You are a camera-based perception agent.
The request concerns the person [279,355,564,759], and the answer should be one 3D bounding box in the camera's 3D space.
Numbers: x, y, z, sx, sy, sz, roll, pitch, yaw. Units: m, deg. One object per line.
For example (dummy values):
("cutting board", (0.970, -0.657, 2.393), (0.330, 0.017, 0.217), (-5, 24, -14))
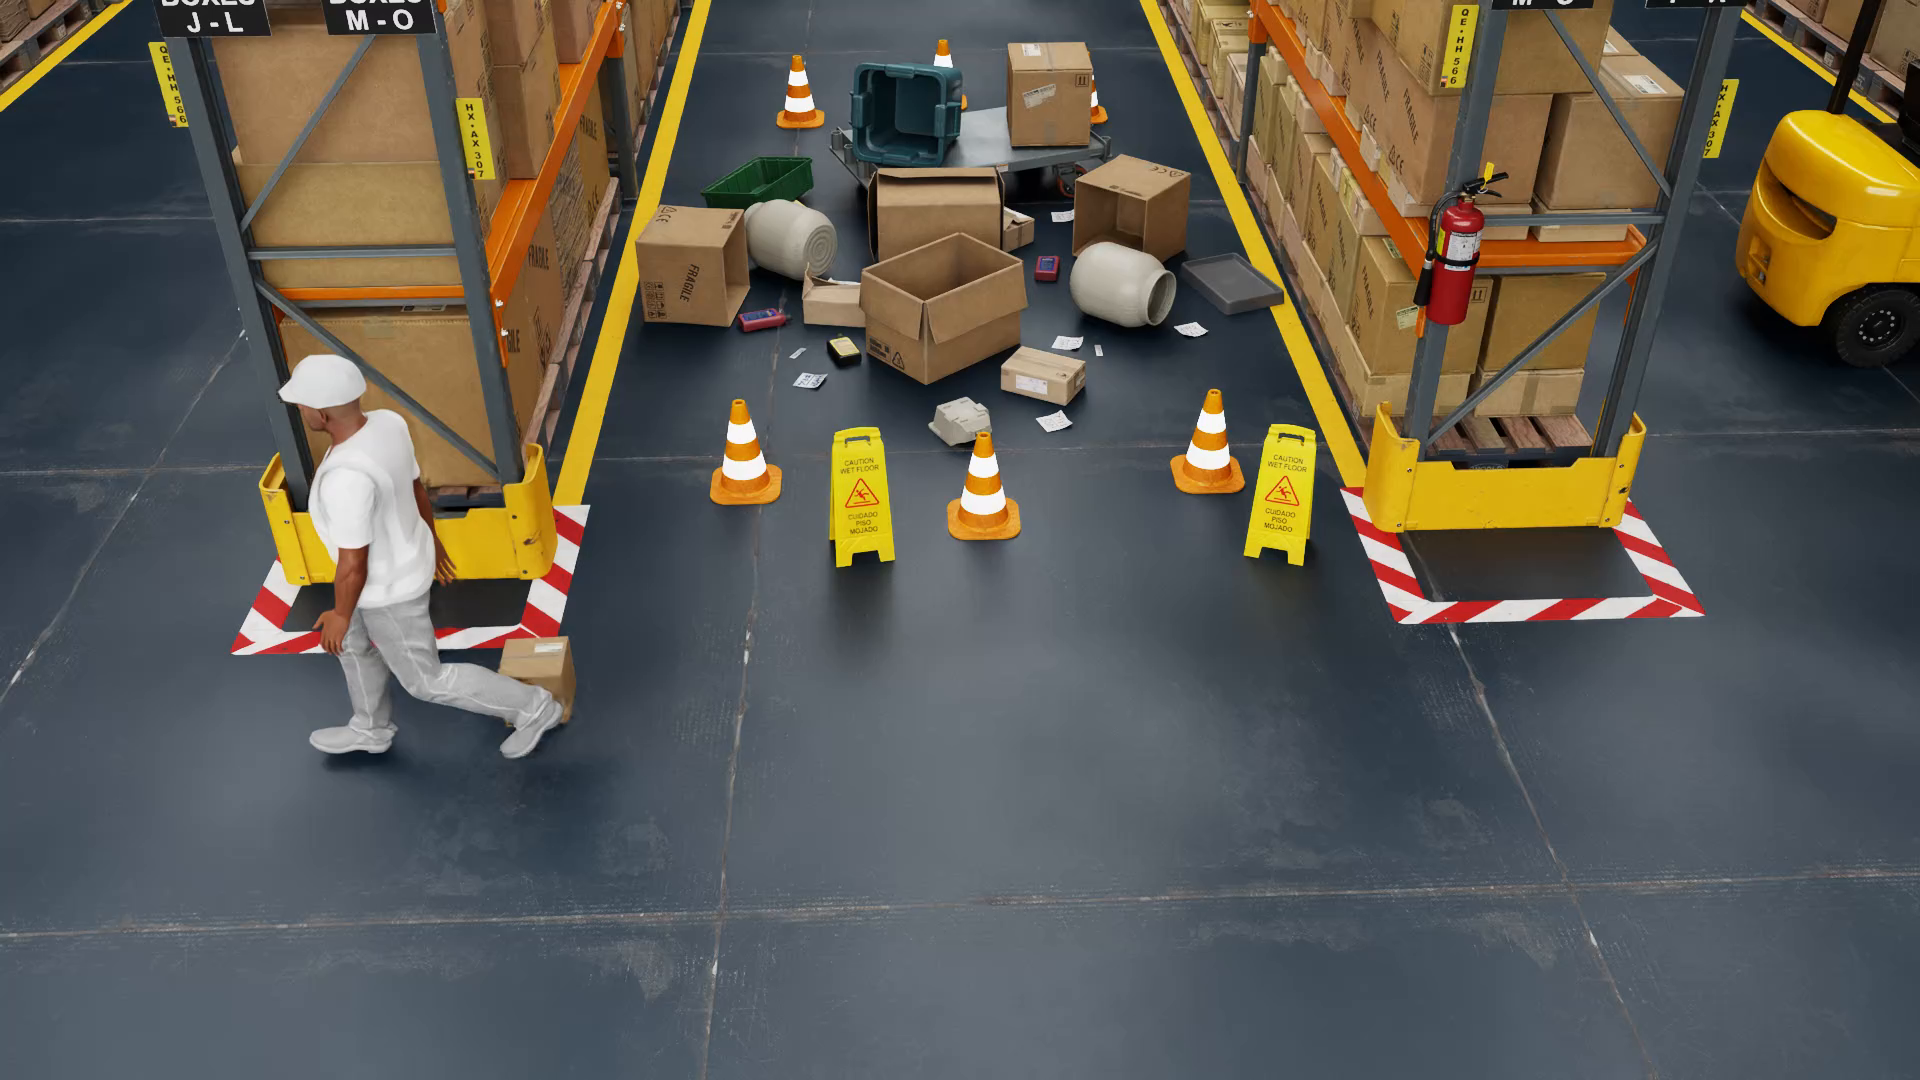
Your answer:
("person", (-2.009, 0.112, 5.958), (0.995, 1.726, 0.575), (-5, 35, -7))
